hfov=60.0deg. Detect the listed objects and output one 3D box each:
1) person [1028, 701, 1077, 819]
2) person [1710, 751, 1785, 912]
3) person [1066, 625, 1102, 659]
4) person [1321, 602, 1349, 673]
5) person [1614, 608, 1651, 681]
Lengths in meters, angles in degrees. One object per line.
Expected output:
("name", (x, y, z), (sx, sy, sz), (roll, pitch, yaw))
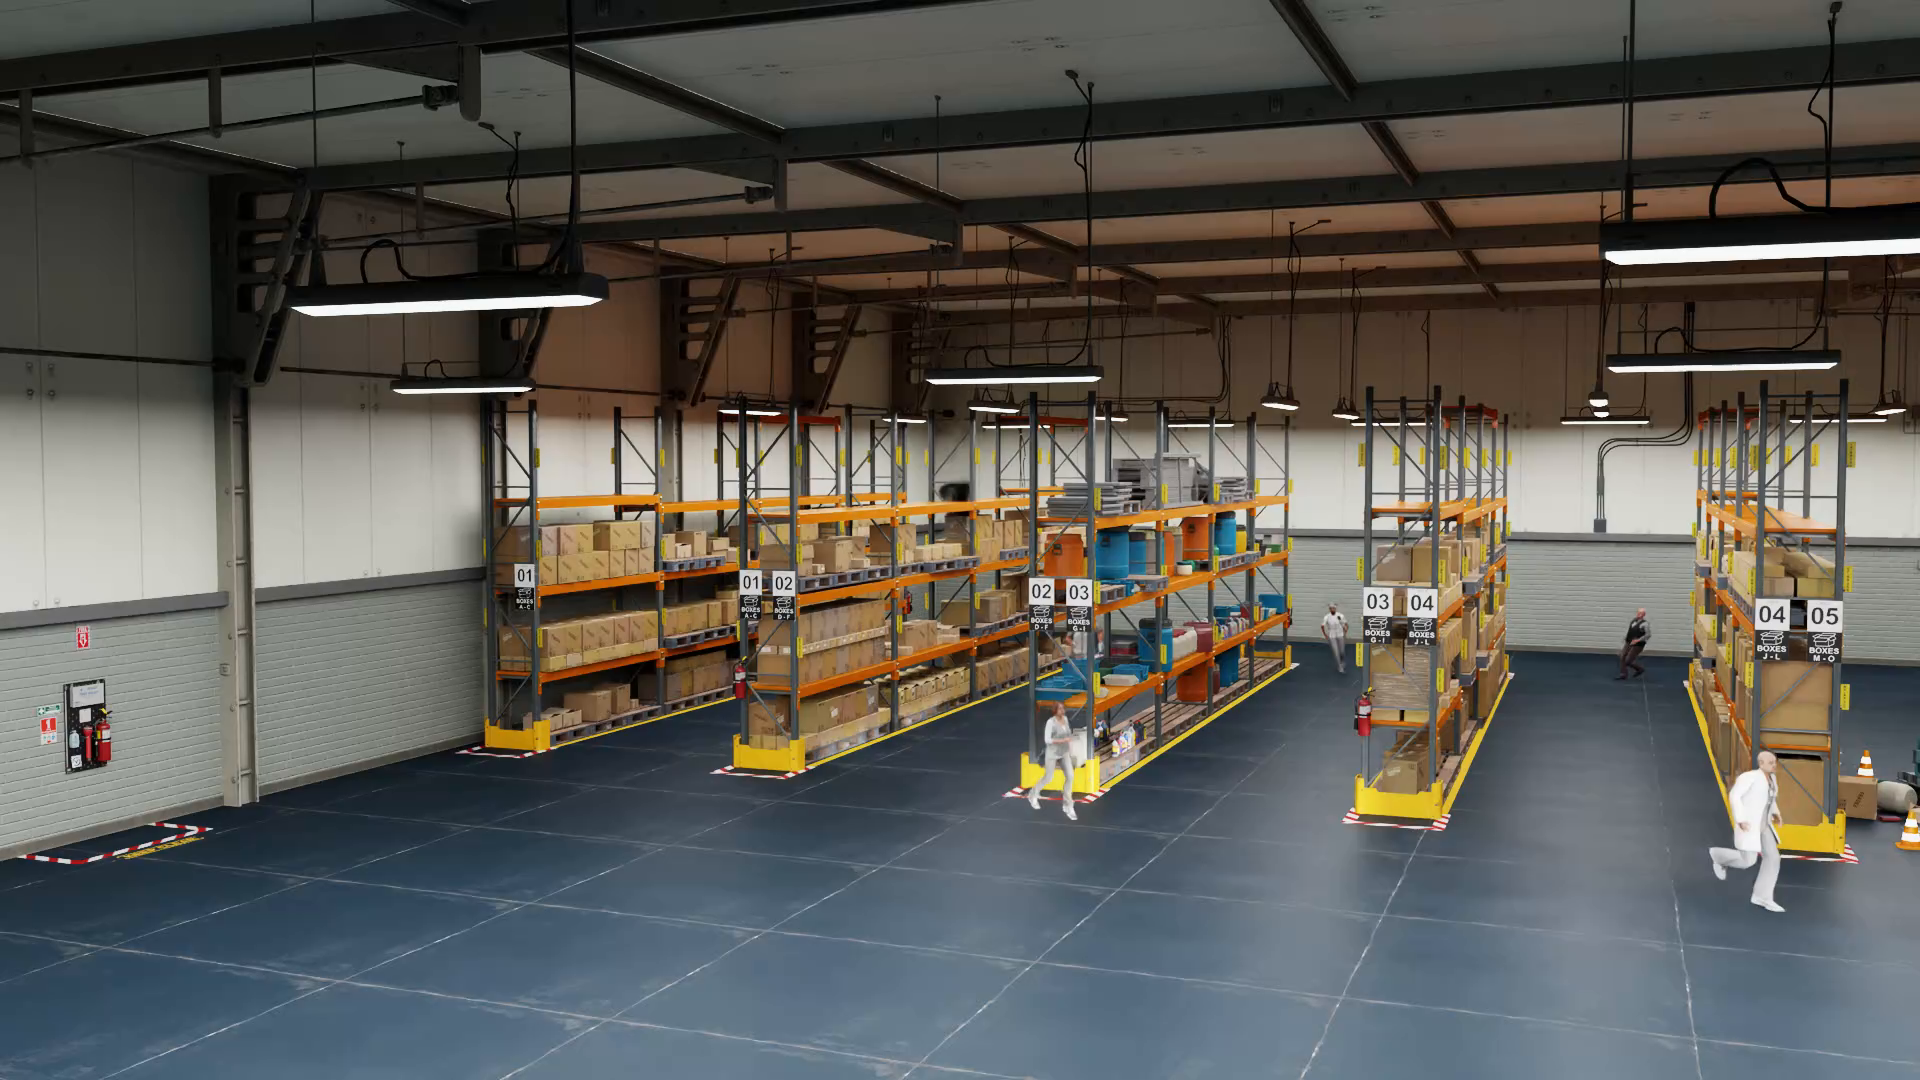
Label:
("person", (1.330, 3.052, 23.309), (0.550, 1.629, 0.849), (-2, 4, -37))
("person", (8.896, 3.229, 18.724), (0.718, 1.759, 0.938), (-1, 3, -24))
("person", (2.388, 2.237, 32.219), (0.687, 1.817, 0.963), (1, 3, 16))
("person", (8.761, 2.268, 38.888), (0.638, 1.643, 0.606), (0, 3, 9))
("person", (15.121, 2.353, 37.213), (0.604, 1.667, 0.717), (-1, 3, -15))
